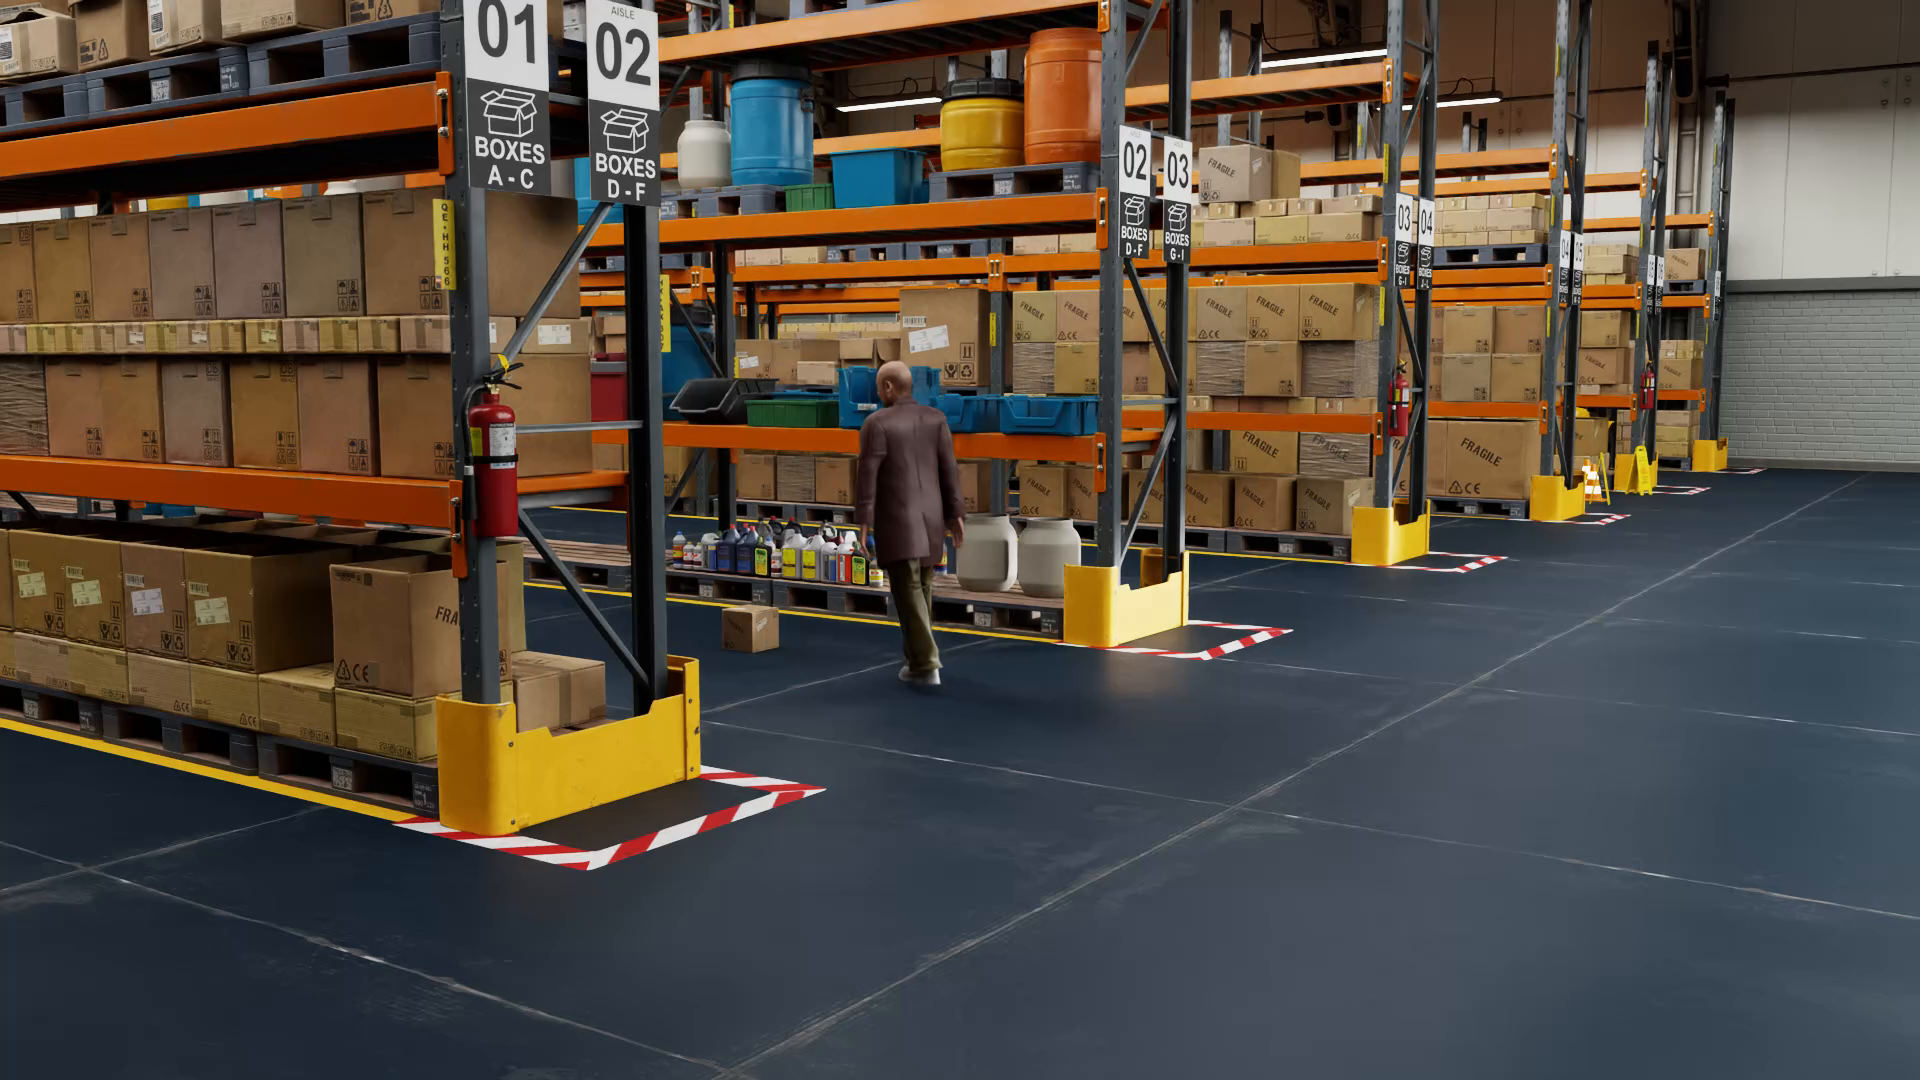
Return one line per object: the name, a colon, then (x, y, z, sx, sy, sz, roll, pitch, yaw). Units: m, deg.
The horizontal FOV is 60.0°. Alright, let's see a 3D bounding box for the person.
person: (-0.295, -0.097, 9.152, 0.669, 1.770, 0.819, -4, 7, -34)
